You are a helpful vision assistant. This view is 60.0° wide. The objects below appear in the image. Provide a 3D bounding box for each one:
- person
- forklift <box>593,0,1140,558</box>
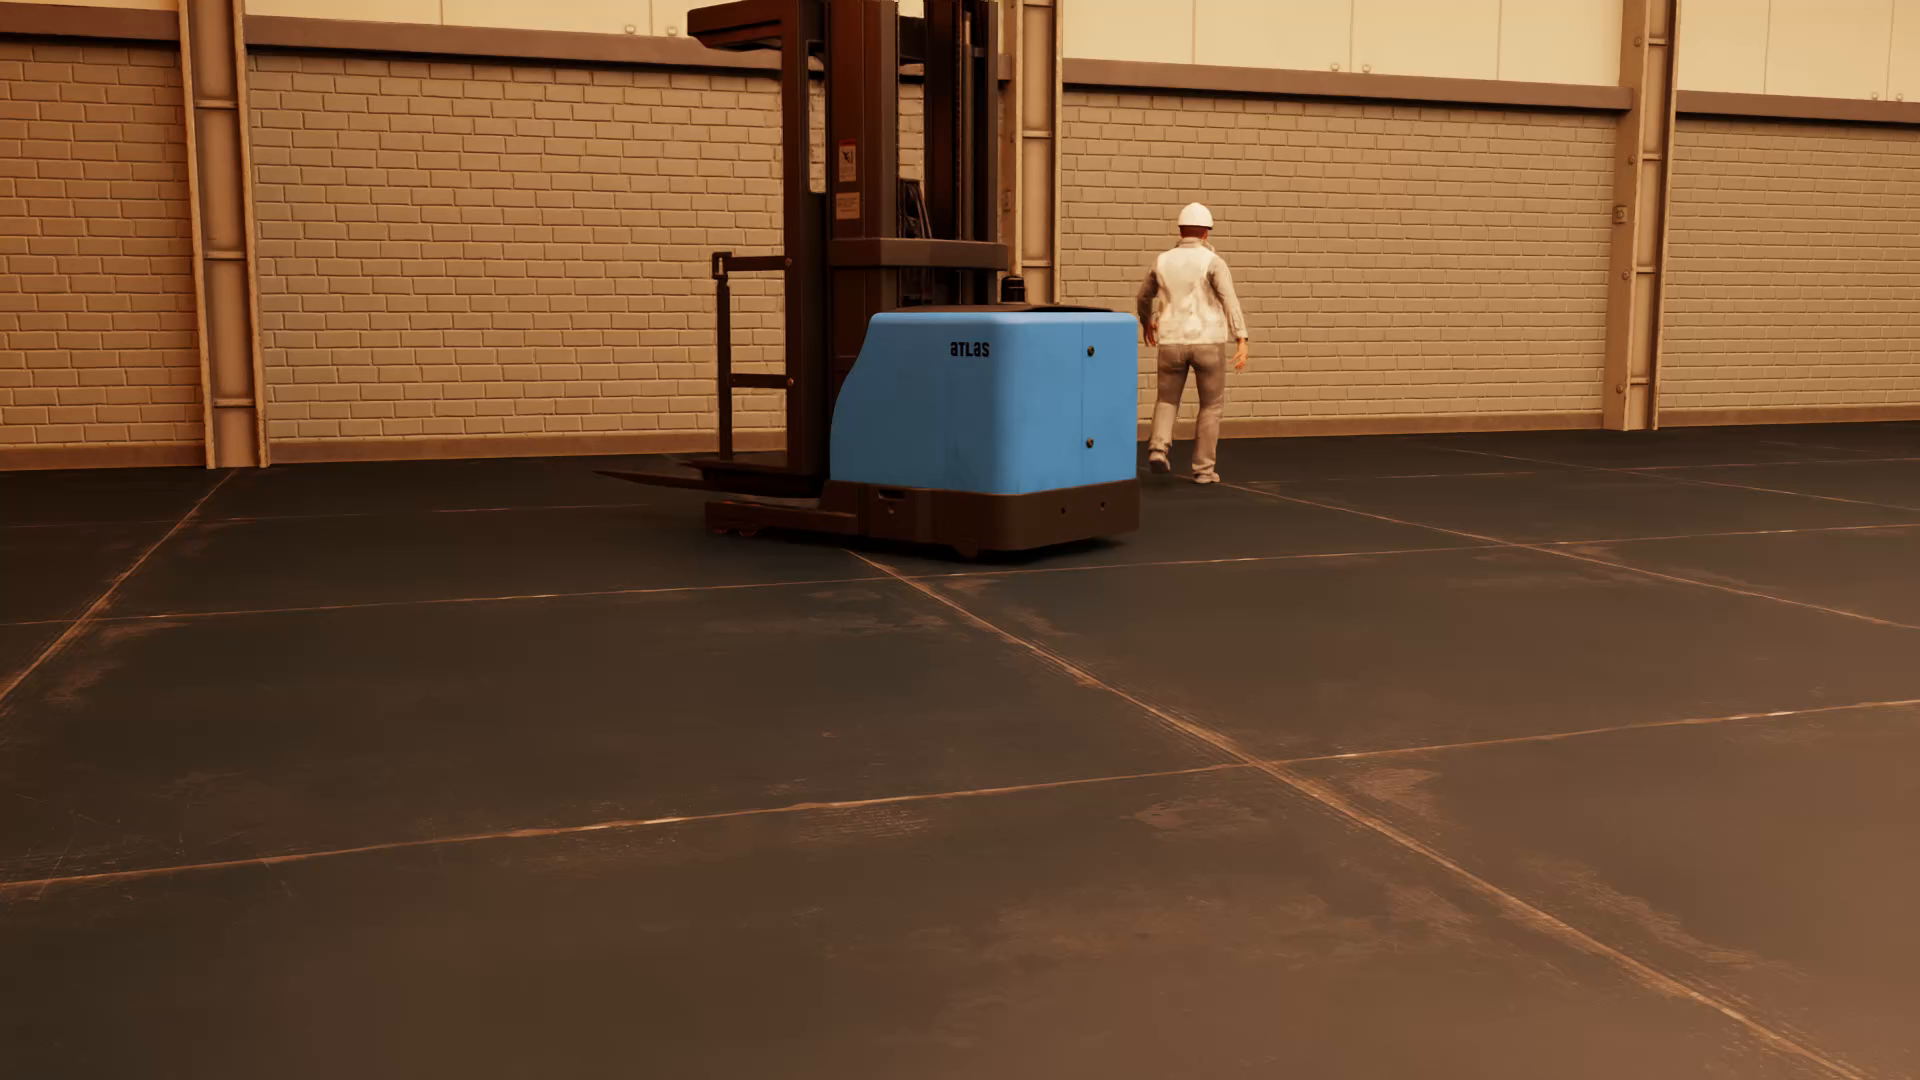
[{"bbox_3d":[1.458,-1.224,10.431,0.803,1.755,0.630,4,9,25],"label":"person"},{"bbox_3d":[-0.620,-1.512,8.168,3.031,2.935,1.130,6,10,39],"label":"forklift"}]
